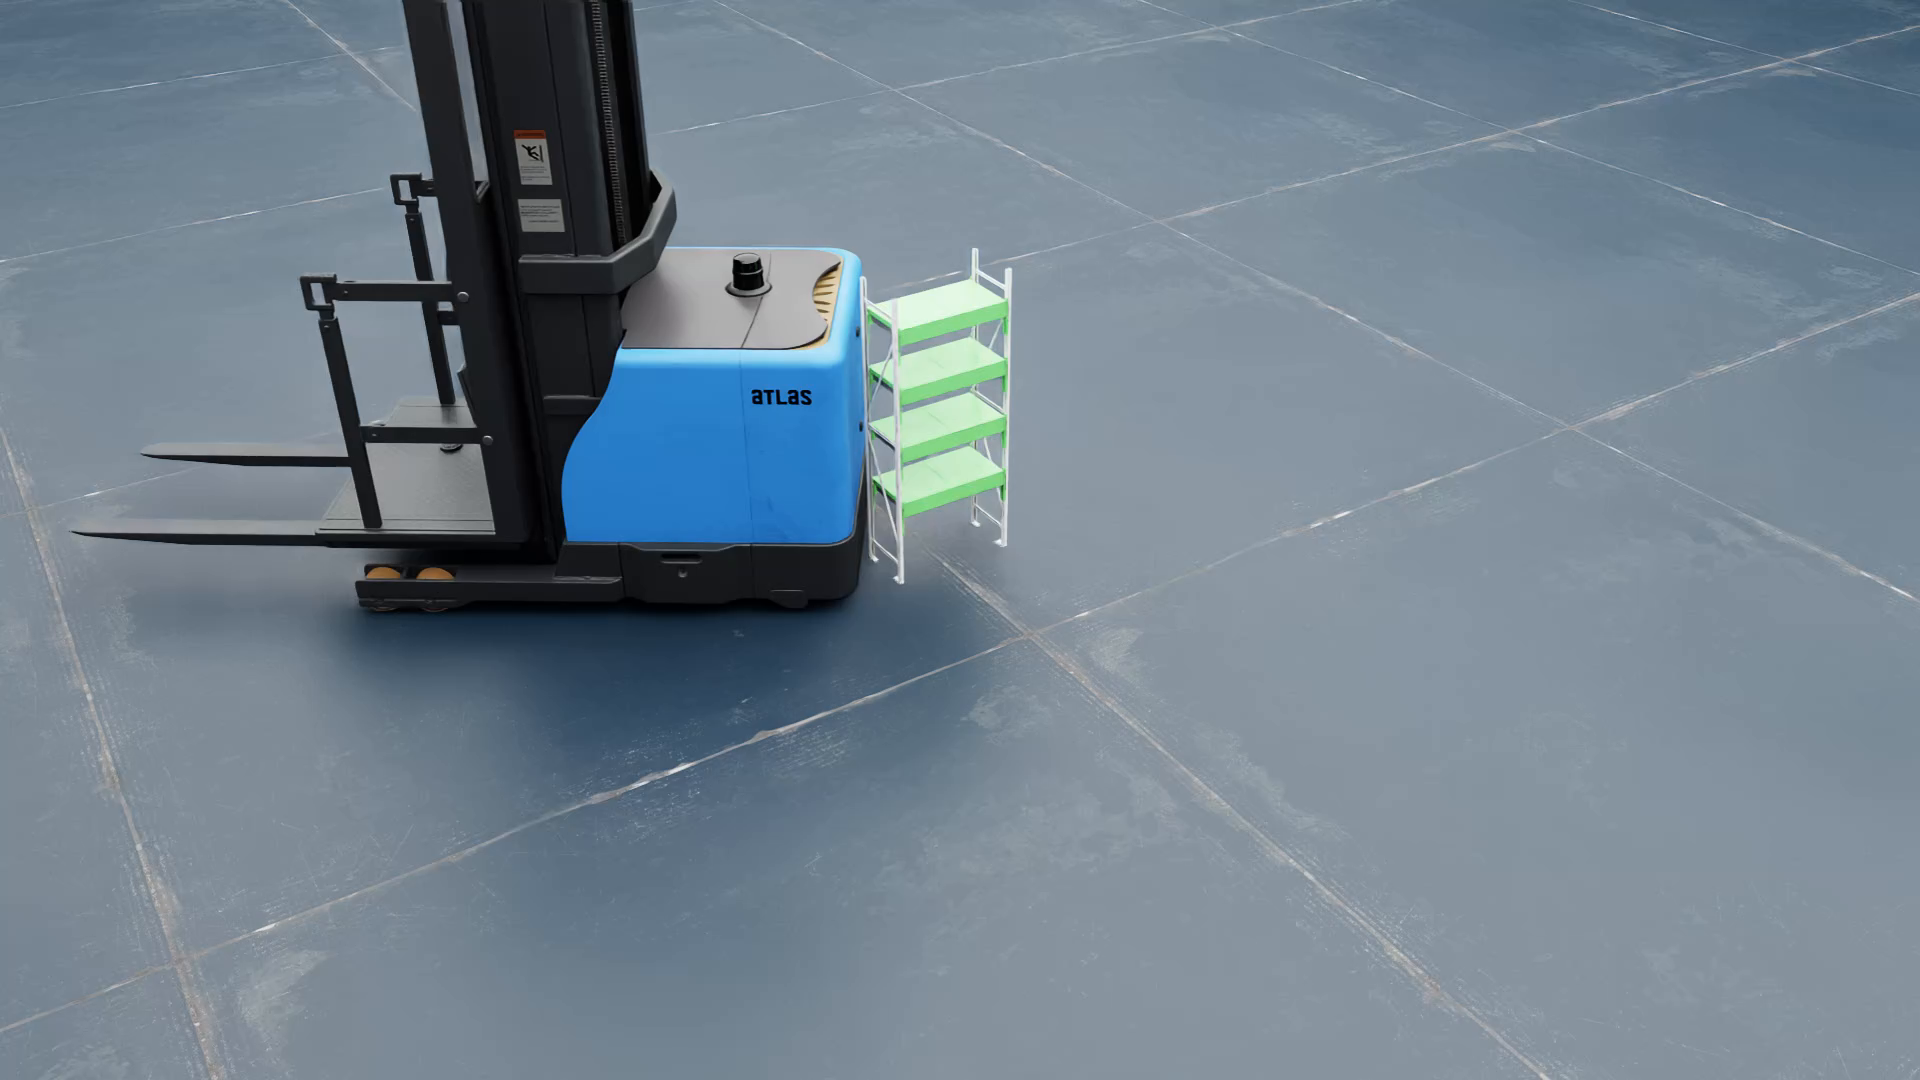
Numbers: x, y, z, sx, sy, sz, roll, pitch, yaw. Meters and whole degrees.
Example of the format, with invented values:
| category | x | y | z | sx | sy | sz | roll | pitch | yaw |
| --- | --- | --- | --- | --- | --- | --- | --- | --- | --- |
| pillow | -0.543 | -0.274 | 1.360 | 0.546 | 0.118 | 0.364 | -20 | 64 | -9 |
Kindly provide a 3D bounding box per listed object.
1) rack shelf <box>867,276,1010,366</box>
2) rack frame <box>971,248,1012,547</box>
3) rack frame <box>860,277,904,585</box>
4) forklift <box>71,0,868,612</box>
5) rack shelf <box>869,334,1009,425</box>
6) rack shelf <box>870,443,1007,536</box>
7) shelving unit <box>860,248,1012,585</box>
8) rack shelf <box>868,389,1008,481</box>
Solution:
| category | x | y | z | sx | sy | sz | roll | pitch | yaw |
| --- | --- | --- | --- | --- | --- | --- | --- | --- | --- |
| rack shelf | -0.087 | -0.812 | 6.133 | 0.480 | 0.148 | 0.258 | -19 | 37 | -28 |
| rack frame | 0.117 | -0.532 | 6.469 | 0.015 | 1.200 | 0.240 | -19 | 37 | -28 |
| rack frame | -0.290 | -0.389 | 6.242 | 0.015 | 1.200 | 0.240 | -19 | 37 | -28 |
| forklift | -1.897 | -1.248 | 5.981 | 3.031 | 2.935 | 1.130 | 1 | 32 | 1 |
| rack shelf | -0.087 | -0.609 | 6.261 | 0.480 | 0.148 | 0.258 | -19 | 37 | -28 |
| rack shelf | -0.087 | -0.203 | 6.518 | 0.480 | 0.148 | 0.258 | -19 | 37 | -28 |
| shelving unit | -0.087 | -0.460 | 6.355 | 0.503 | 1.200 | 0.258 | -19 | 37 | -28 |
| rack shelf | -0.087 | -0.406 | 6.390 | 0.480 | 0.148 | 0.258 | -19 | 37 | -28 |
